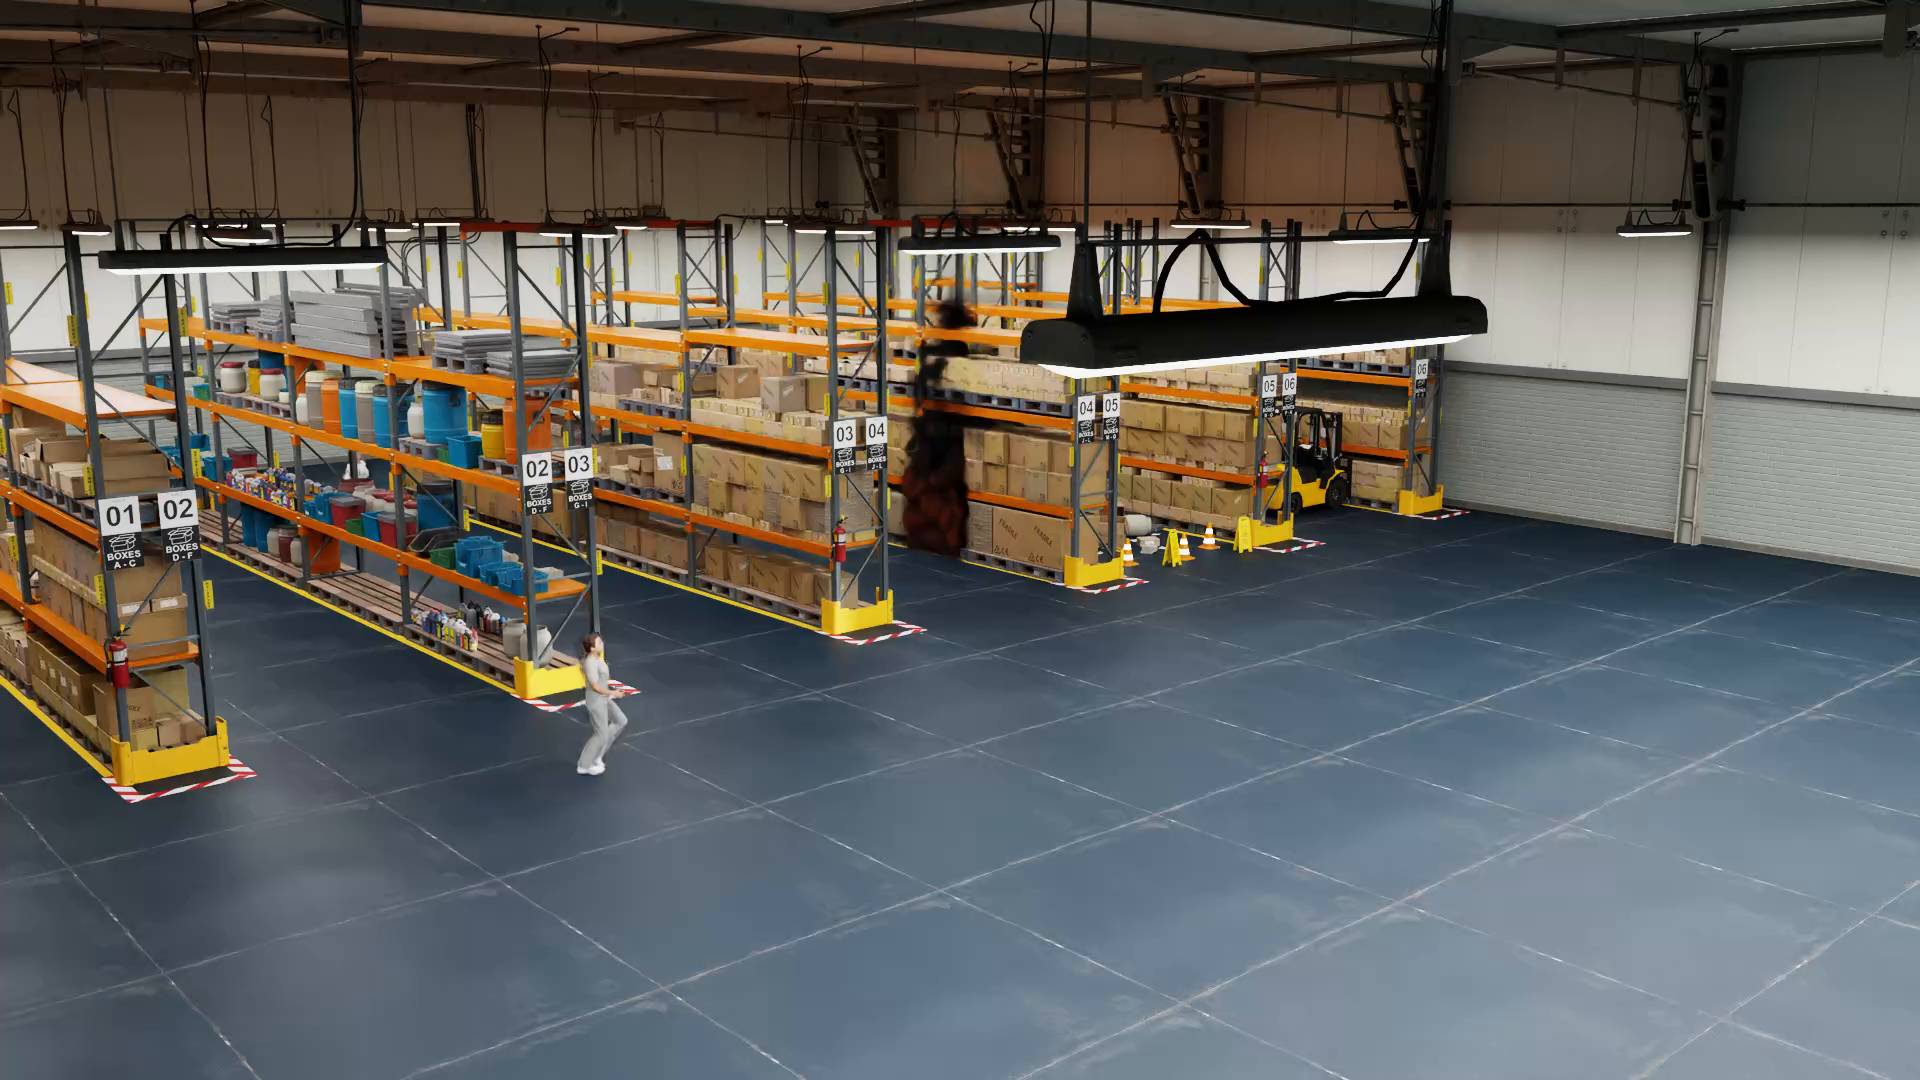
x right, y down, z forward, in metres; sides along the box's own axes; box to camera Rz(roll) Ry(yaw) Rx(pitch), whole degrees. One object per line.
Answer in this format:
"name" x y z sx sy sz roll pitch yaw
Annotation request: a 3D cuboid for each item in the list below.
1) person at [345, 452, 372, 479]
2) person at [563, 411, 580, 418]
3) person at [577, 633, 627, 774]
"person" -11.674 -0.956 32.332 0.916 1.705 0.616 8 14 36
"person" -9.495 -2.660 40.686 1.006 1.710 0.764 -9 15 -39
"person" -4.051 1.824 18.702 0.574 1.626 0.578 -2 12 -11
